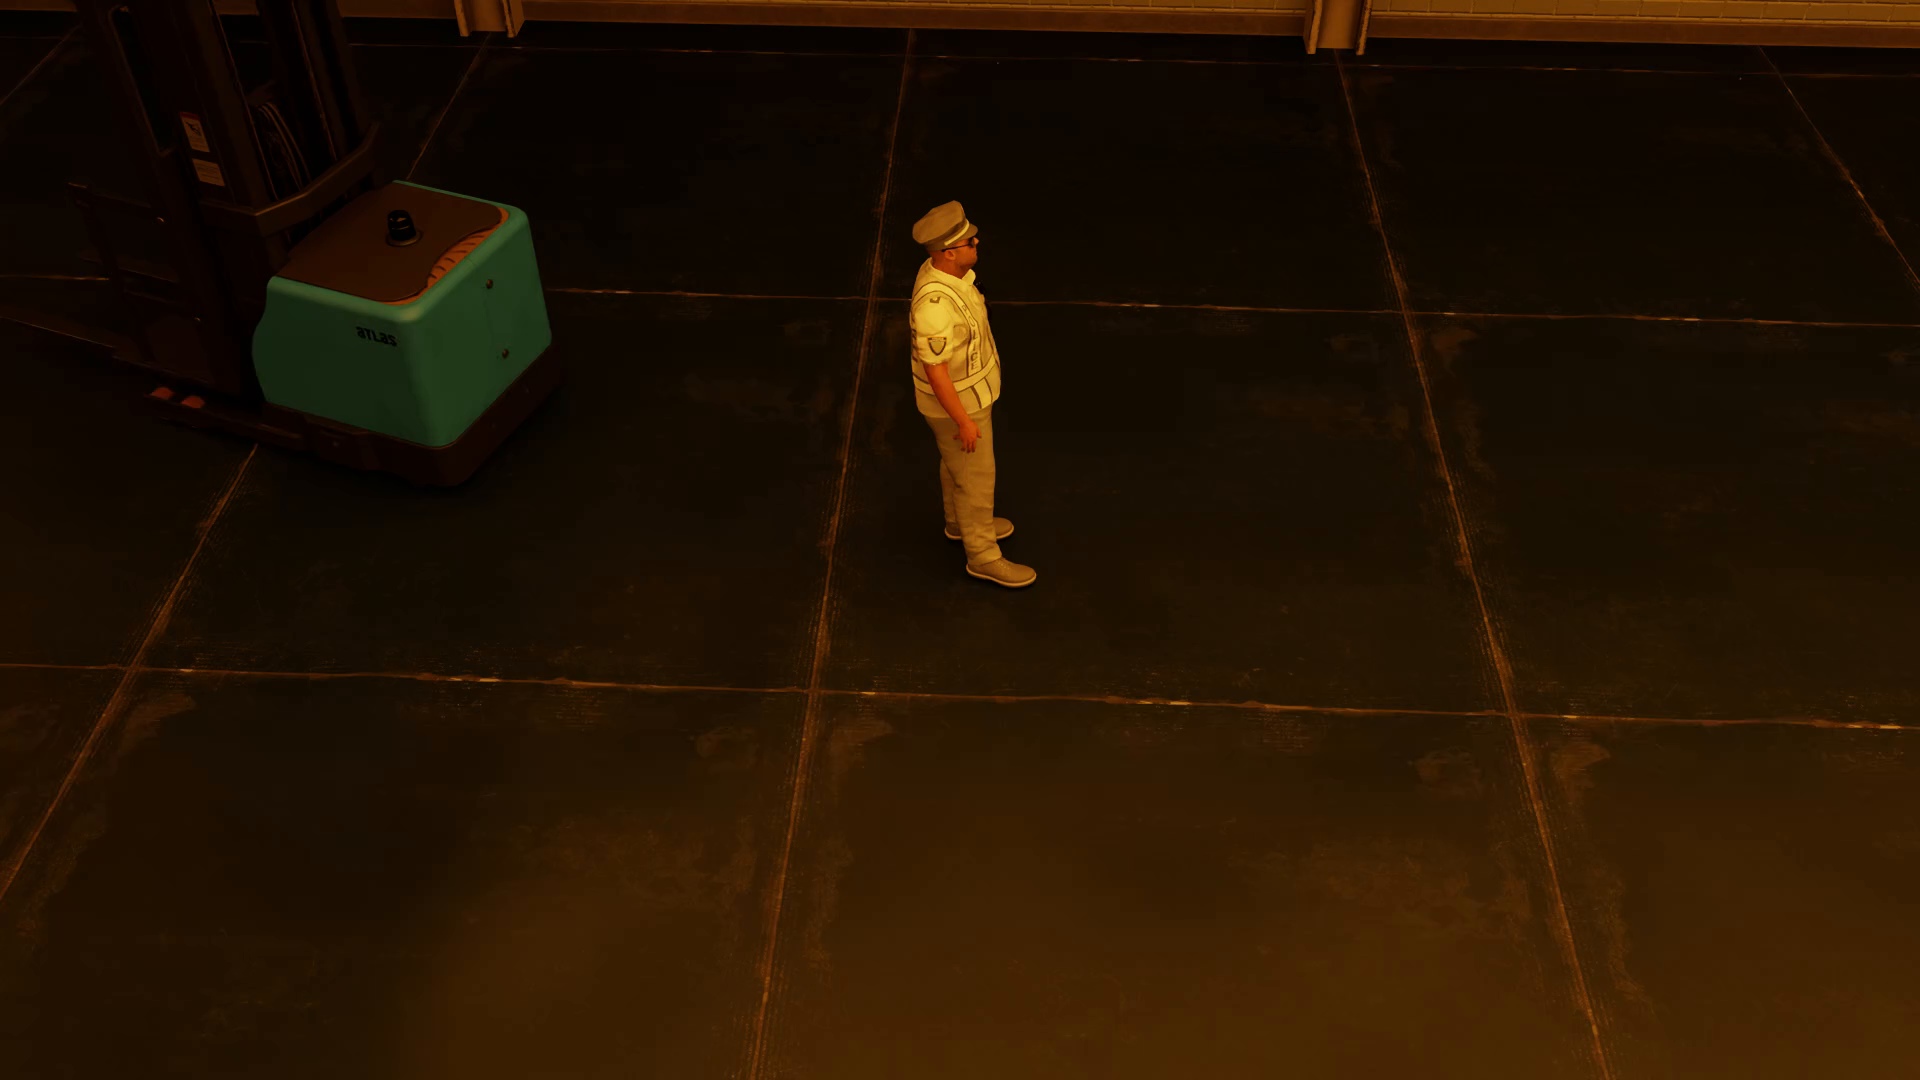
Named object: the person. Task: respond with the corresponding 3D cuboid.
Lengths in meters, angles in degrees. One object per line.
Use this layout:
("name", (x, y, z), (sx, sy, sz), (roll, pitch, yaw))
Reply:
("person", (0.078, -0.654, 7.299), (0.574, 1.781, 0.641), (2, 42, 2))

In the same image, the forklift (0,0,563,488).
("forklift", (-3.658, -1.970, 7.900), (3.031, 2.935, 1.130), (15, 44, 16))
